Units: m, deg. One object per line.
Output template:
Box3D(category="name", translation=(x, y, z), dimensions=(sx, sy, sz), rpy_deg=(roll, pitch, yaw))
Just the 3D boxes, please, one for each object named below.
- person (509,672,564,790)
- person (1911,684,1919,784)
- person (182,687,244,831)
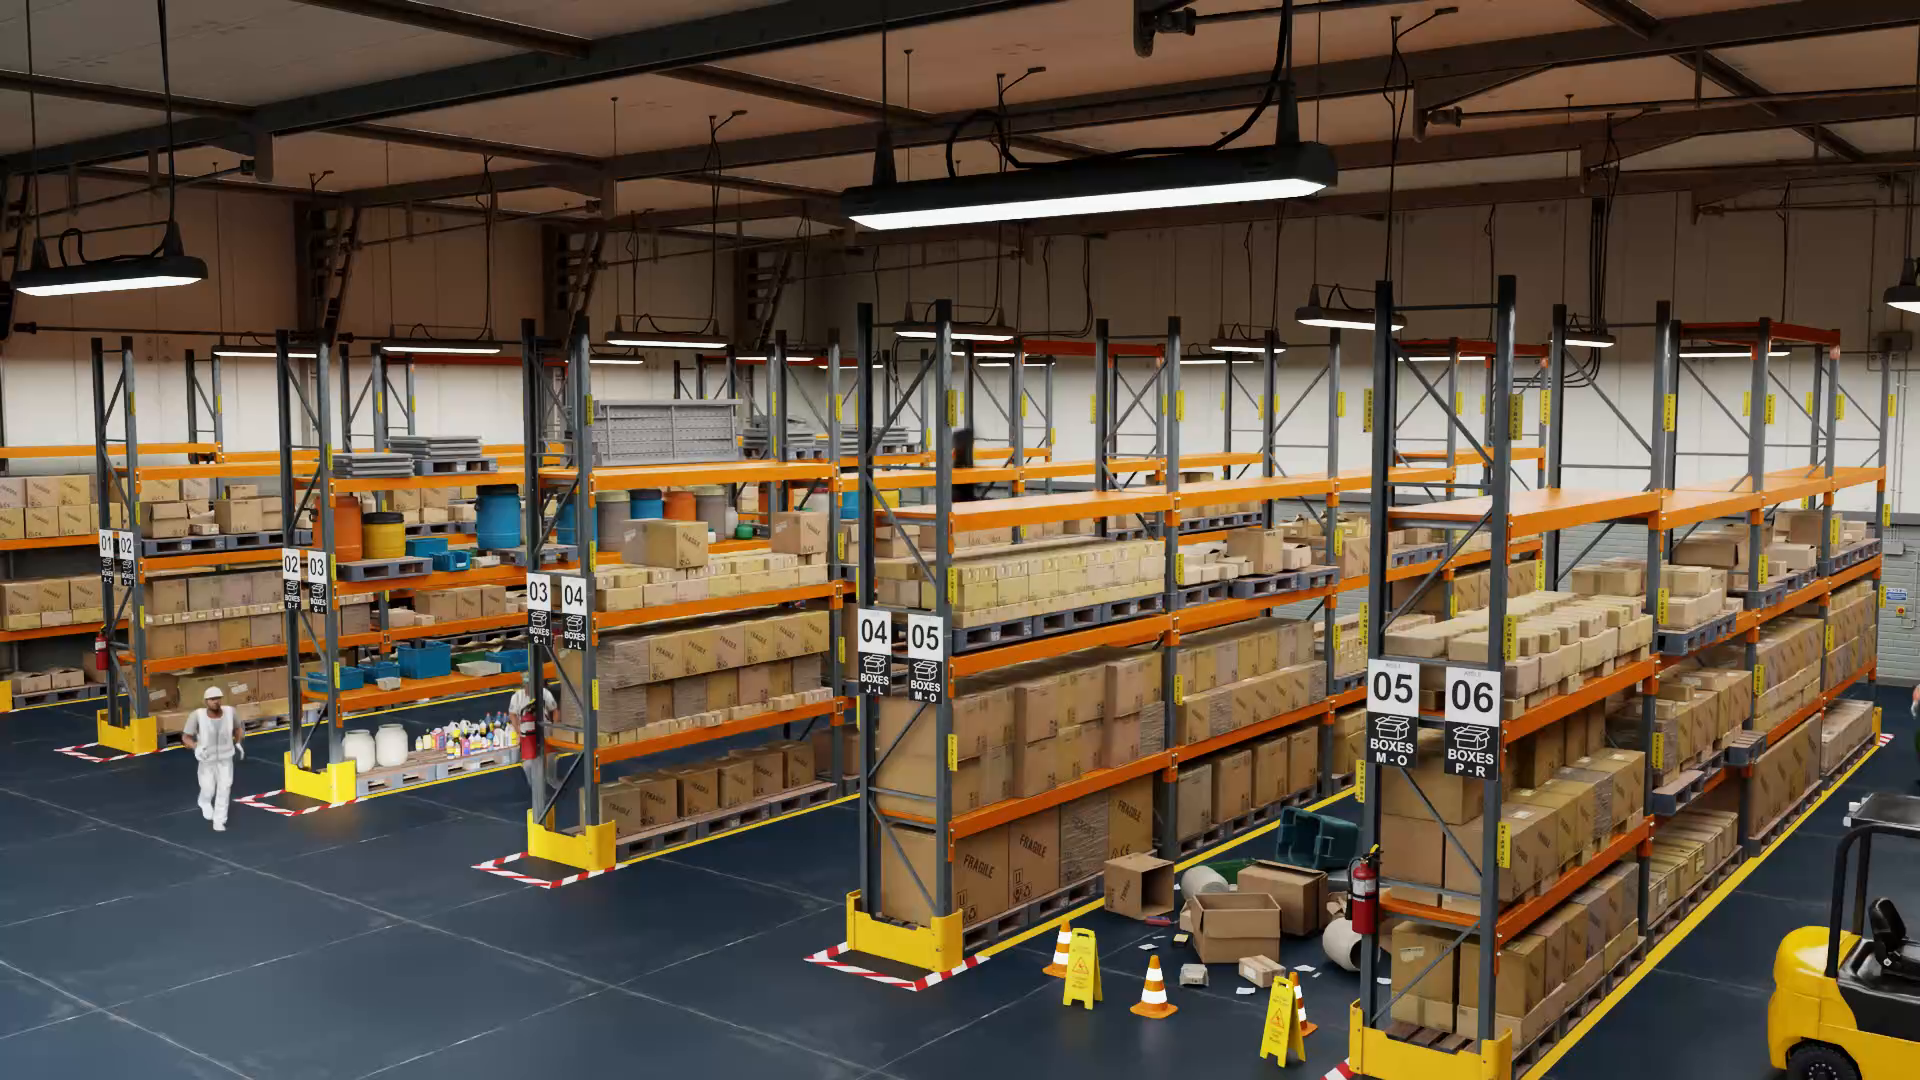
Box3D(category="person", translation=(-5.437, 2.481, 21.327), dimensions=(0.661, 1.705, 0.760), rpy_deg=(-1, 5, -12))
Box3D(category="person", translation=(12.946, 2.490, 22.056), dimensions=(0.662, 1.485, 0.976), rpy_deg=(2, 5, 25))
Box3D(category="person", translation=(-8.913, 2.587, 19.841), dimensions=(0.680, 1.732, 0.788), rpy_deg=(-3, 6, -31))
